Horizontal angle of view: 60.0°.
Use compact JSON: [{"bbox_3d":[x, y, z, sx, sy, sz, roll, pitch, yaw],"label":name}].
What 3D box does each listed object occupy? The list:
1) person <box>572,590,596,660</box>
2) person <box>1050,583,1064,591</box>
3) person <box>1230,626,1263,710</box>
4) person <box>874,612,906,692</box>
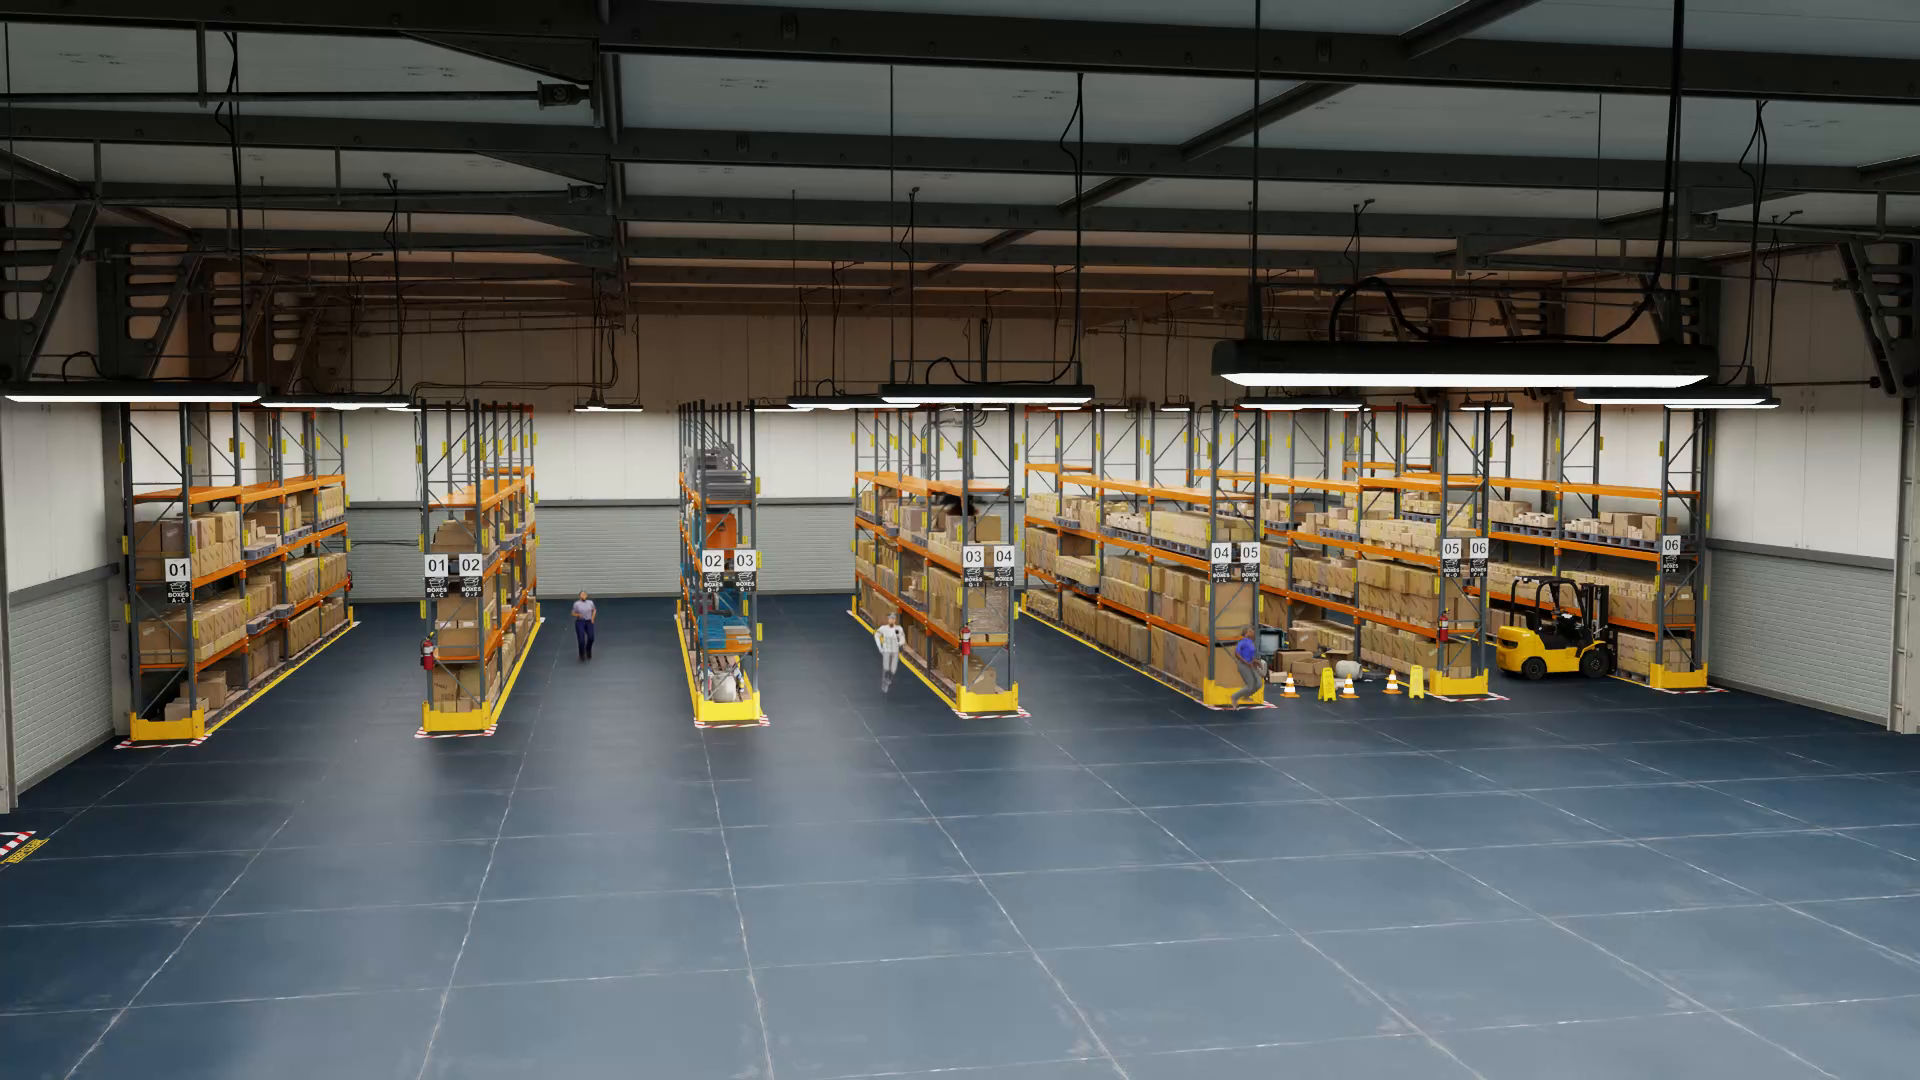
[{"bbox_3d":[-8.738,1.992,38.744,0.589,1.632,0.597,-2,5,-21],"label":"person"},{"bbox_3d":[2.929,1.114,49.722,0.520,1.717,0.742,2,5,28],"label":"person"},{"bbox_3d":[5.445,2.427,31.518,0.595,1.593,0.555,2,5,27],"label":"person"},{"bbox_3d":[-1.390,2.256,33.420,0.612,1.643,0.620,-1,4,-10],"label":"person"}]
